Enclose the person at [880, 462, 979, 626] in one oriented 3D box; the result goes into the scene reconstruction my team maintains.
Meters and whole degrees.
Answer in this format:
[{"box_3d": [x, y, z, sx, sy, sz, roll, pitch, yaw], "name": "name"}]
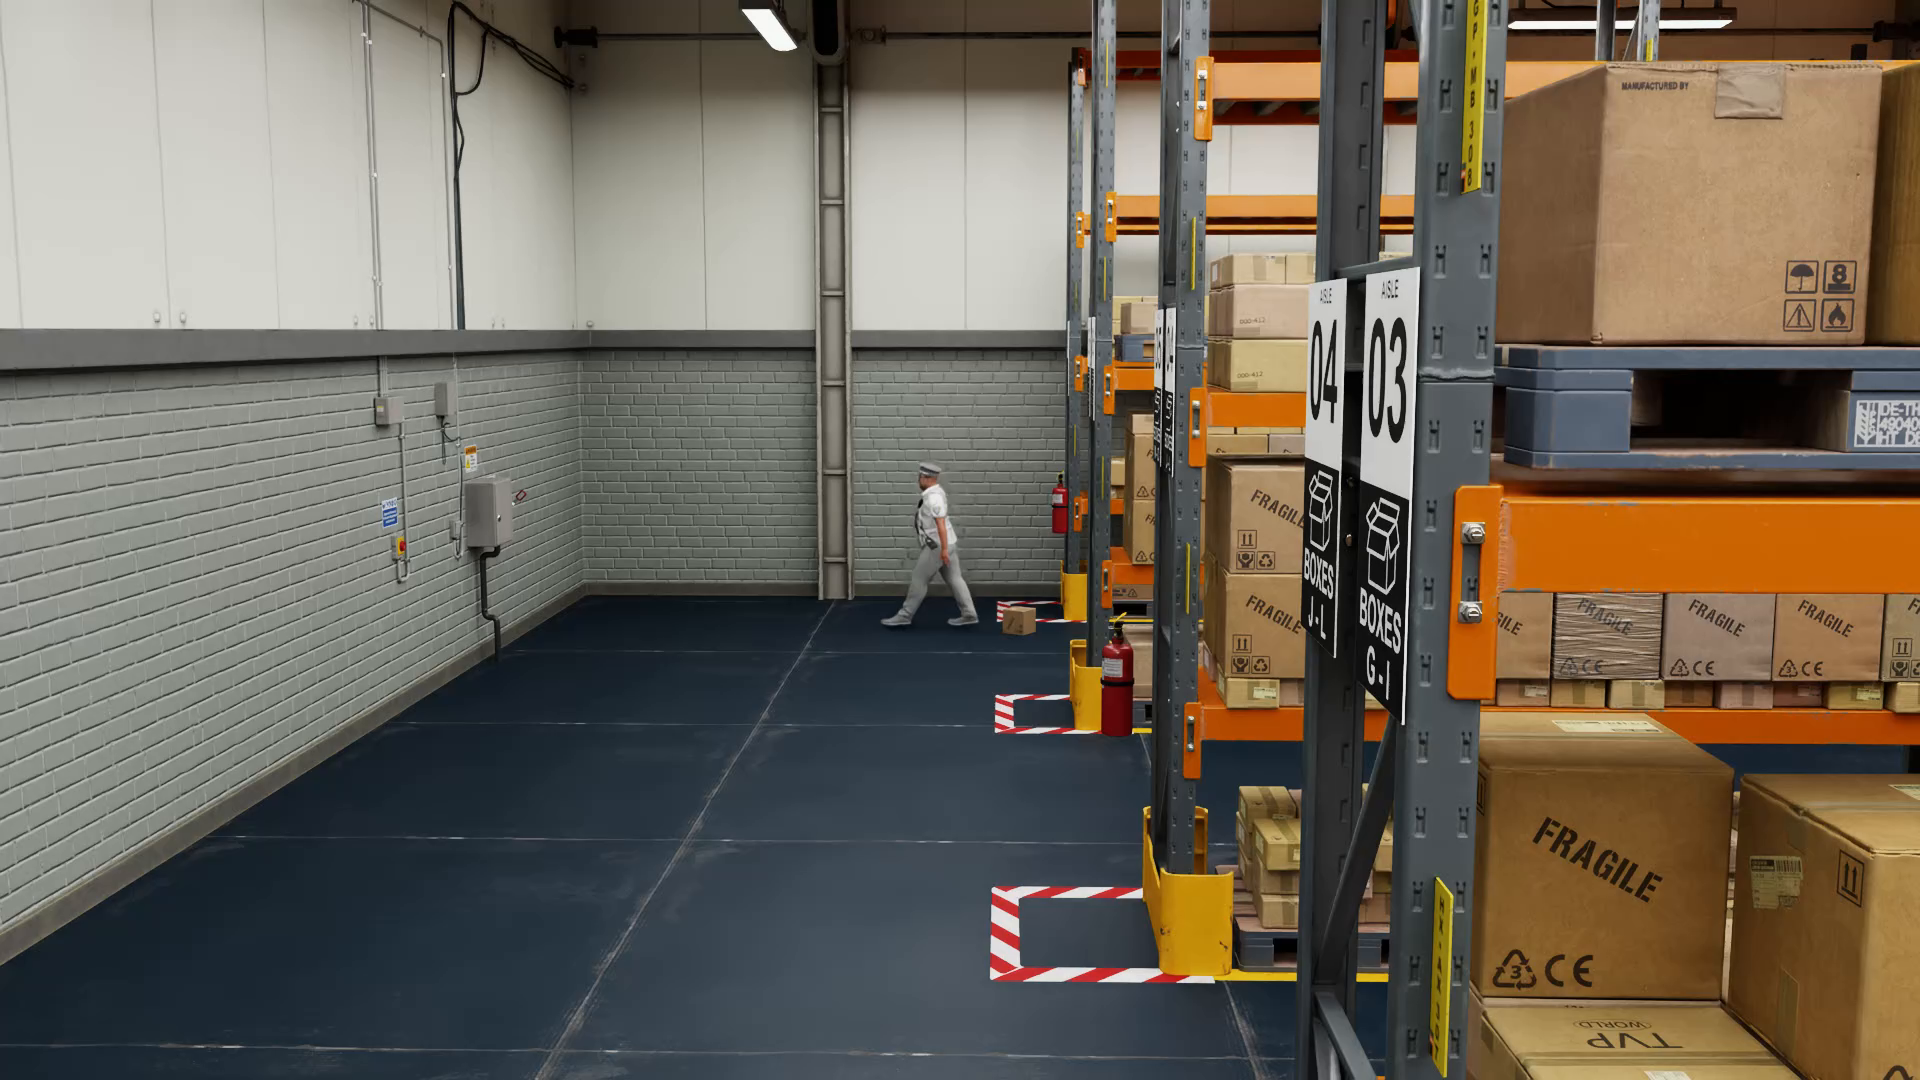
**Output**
[{"box_3d": [-0.304, 0.046, 17.309, 1.005, 1.690, 0.569, 1, 7, 11], "name": "person"}]
